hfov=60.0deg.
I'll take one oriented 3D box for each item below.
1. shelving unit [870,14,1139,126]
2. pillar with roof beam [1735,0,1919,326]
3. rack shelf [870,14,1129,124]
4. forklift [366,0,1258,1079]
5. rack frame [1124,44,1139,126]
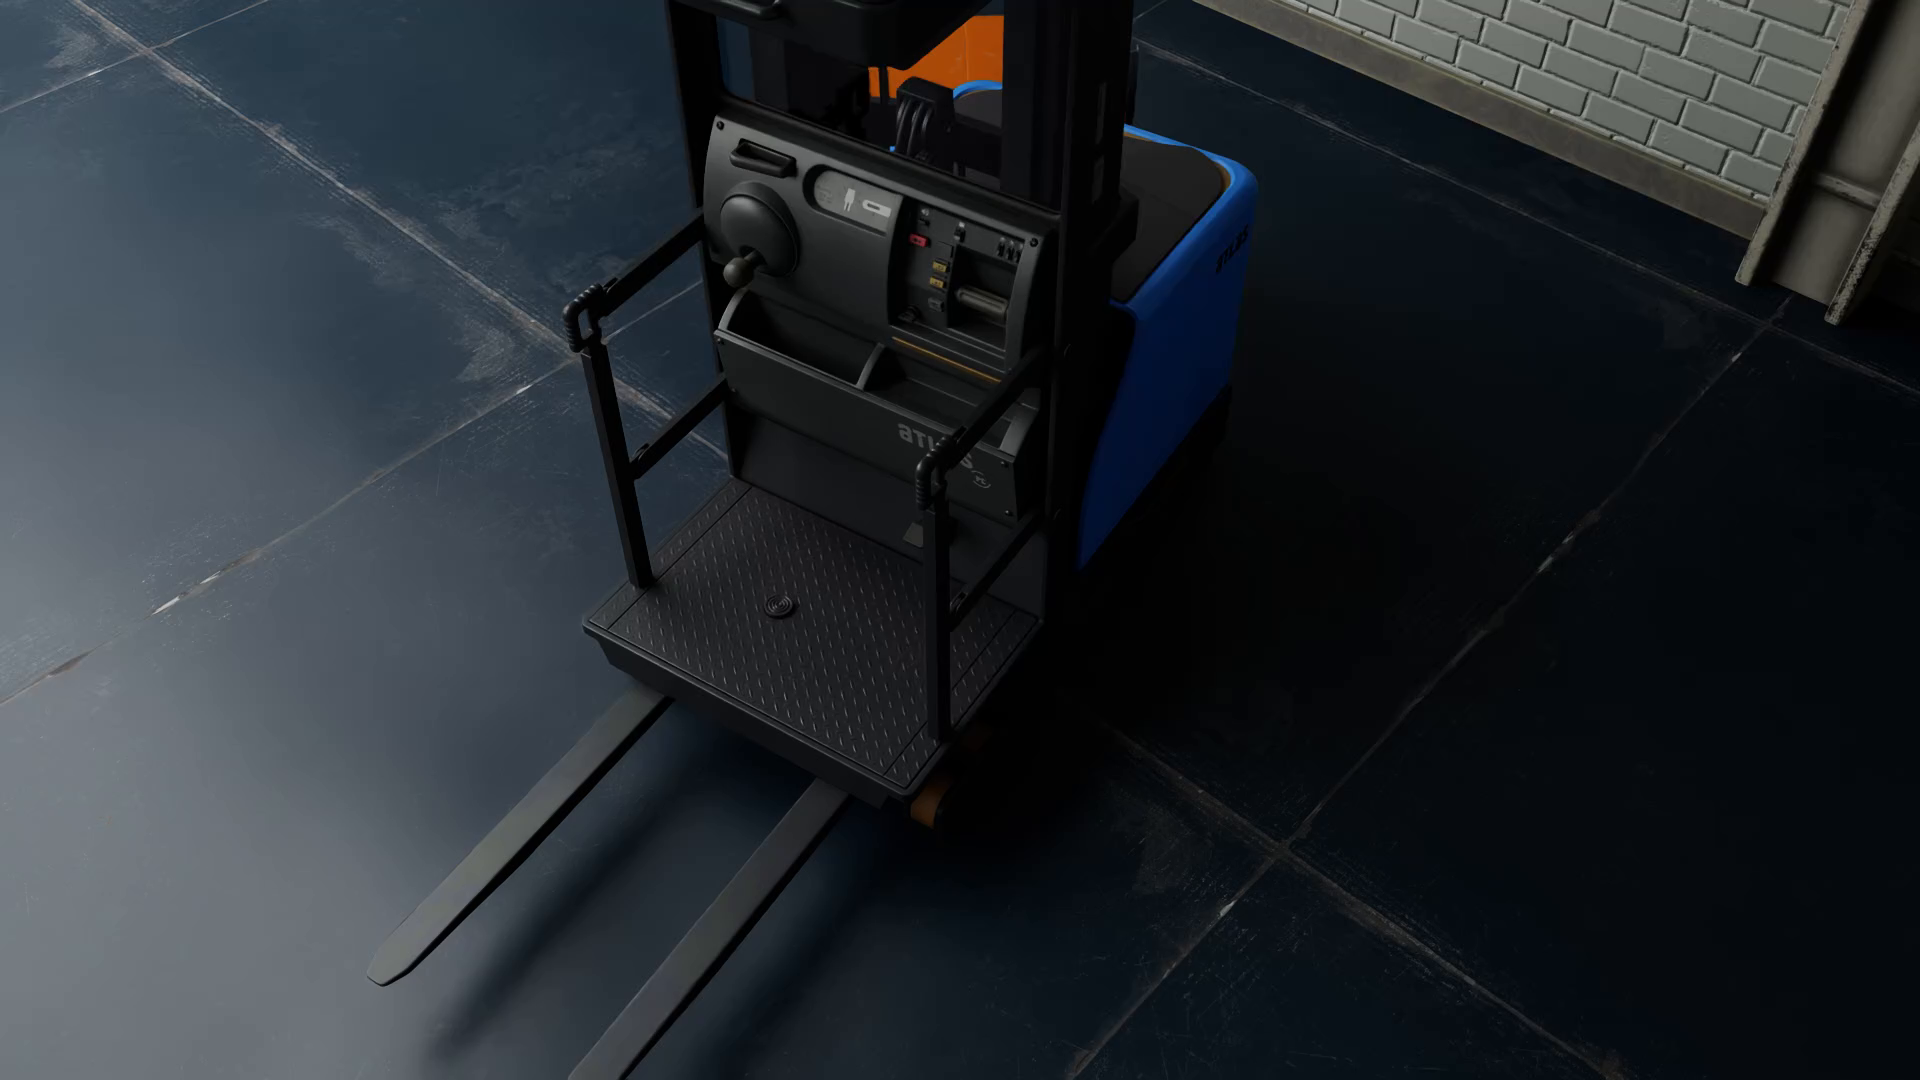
[{"bbox_3d":[0.024,-1.294,5.693,1.048,1.125,0.538,-1,47,-1],"label":"shelving unit"},{"bbox_3d":[0.195,-1.721,0.693,0.400,9.000,9.100,34,55,28],"label":"pillar with roof beam"},{"bbox_3d":[0.023,-1.495,5.480,1.000,0.278,0.538,-1,47,-1],"label":"rack shelf"},{"bbox_3d":[-0.333,-0.617,3.819,1.130,2.935,3.031,25,52,21],"label":"forklift"},{"bbox_3d":[0.532,-1.302,5.701,0.032,1.125,0.500,-1,47,-1],"label":"rack frame"}]
